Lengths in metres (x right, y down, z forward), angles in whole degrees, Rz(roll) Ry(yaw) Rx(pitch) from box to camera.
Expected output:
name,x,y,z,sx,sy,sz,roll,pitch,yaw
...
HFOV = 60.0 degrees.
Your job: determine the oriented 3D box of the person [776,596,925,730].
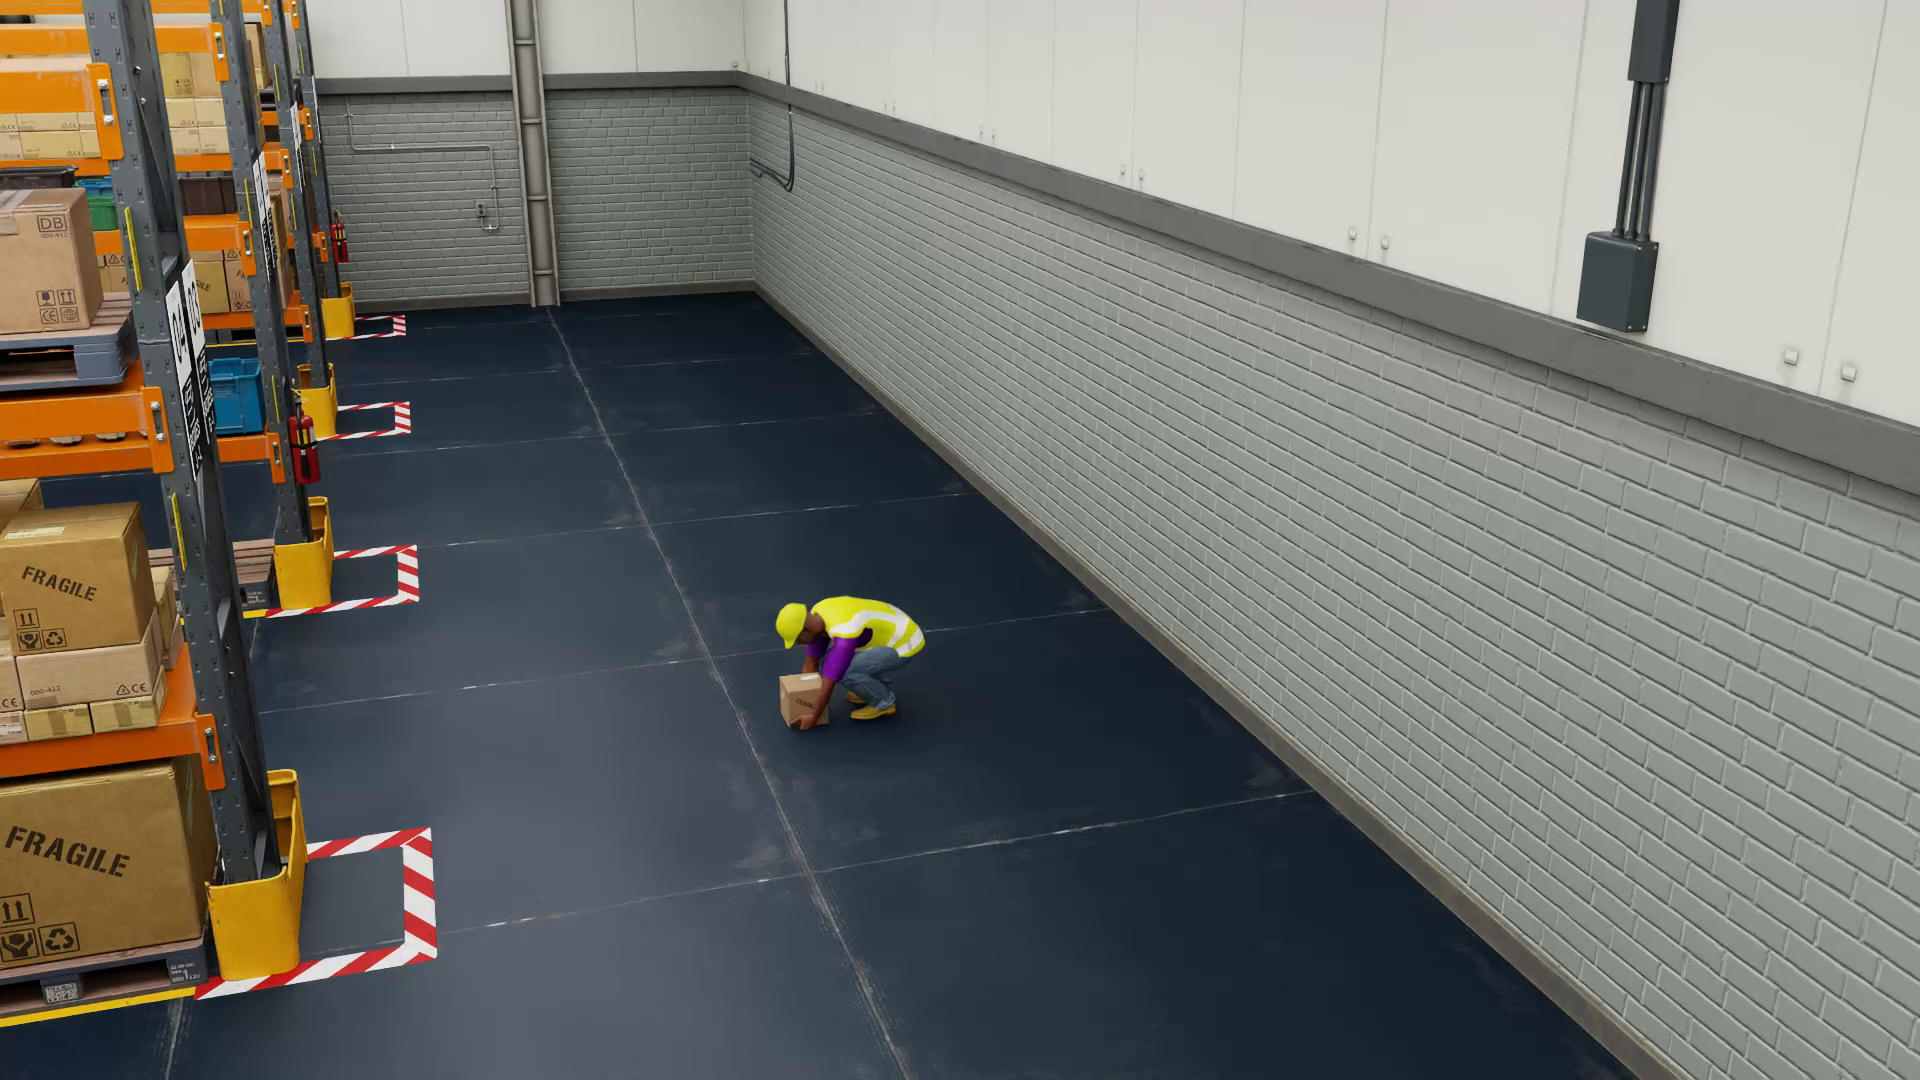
name,x,y,z,sx,sy,sz,roll,pitch,yaw
person,-0.685,0.753,10.434,0.943,0.863,0.537,-7,20,-18
